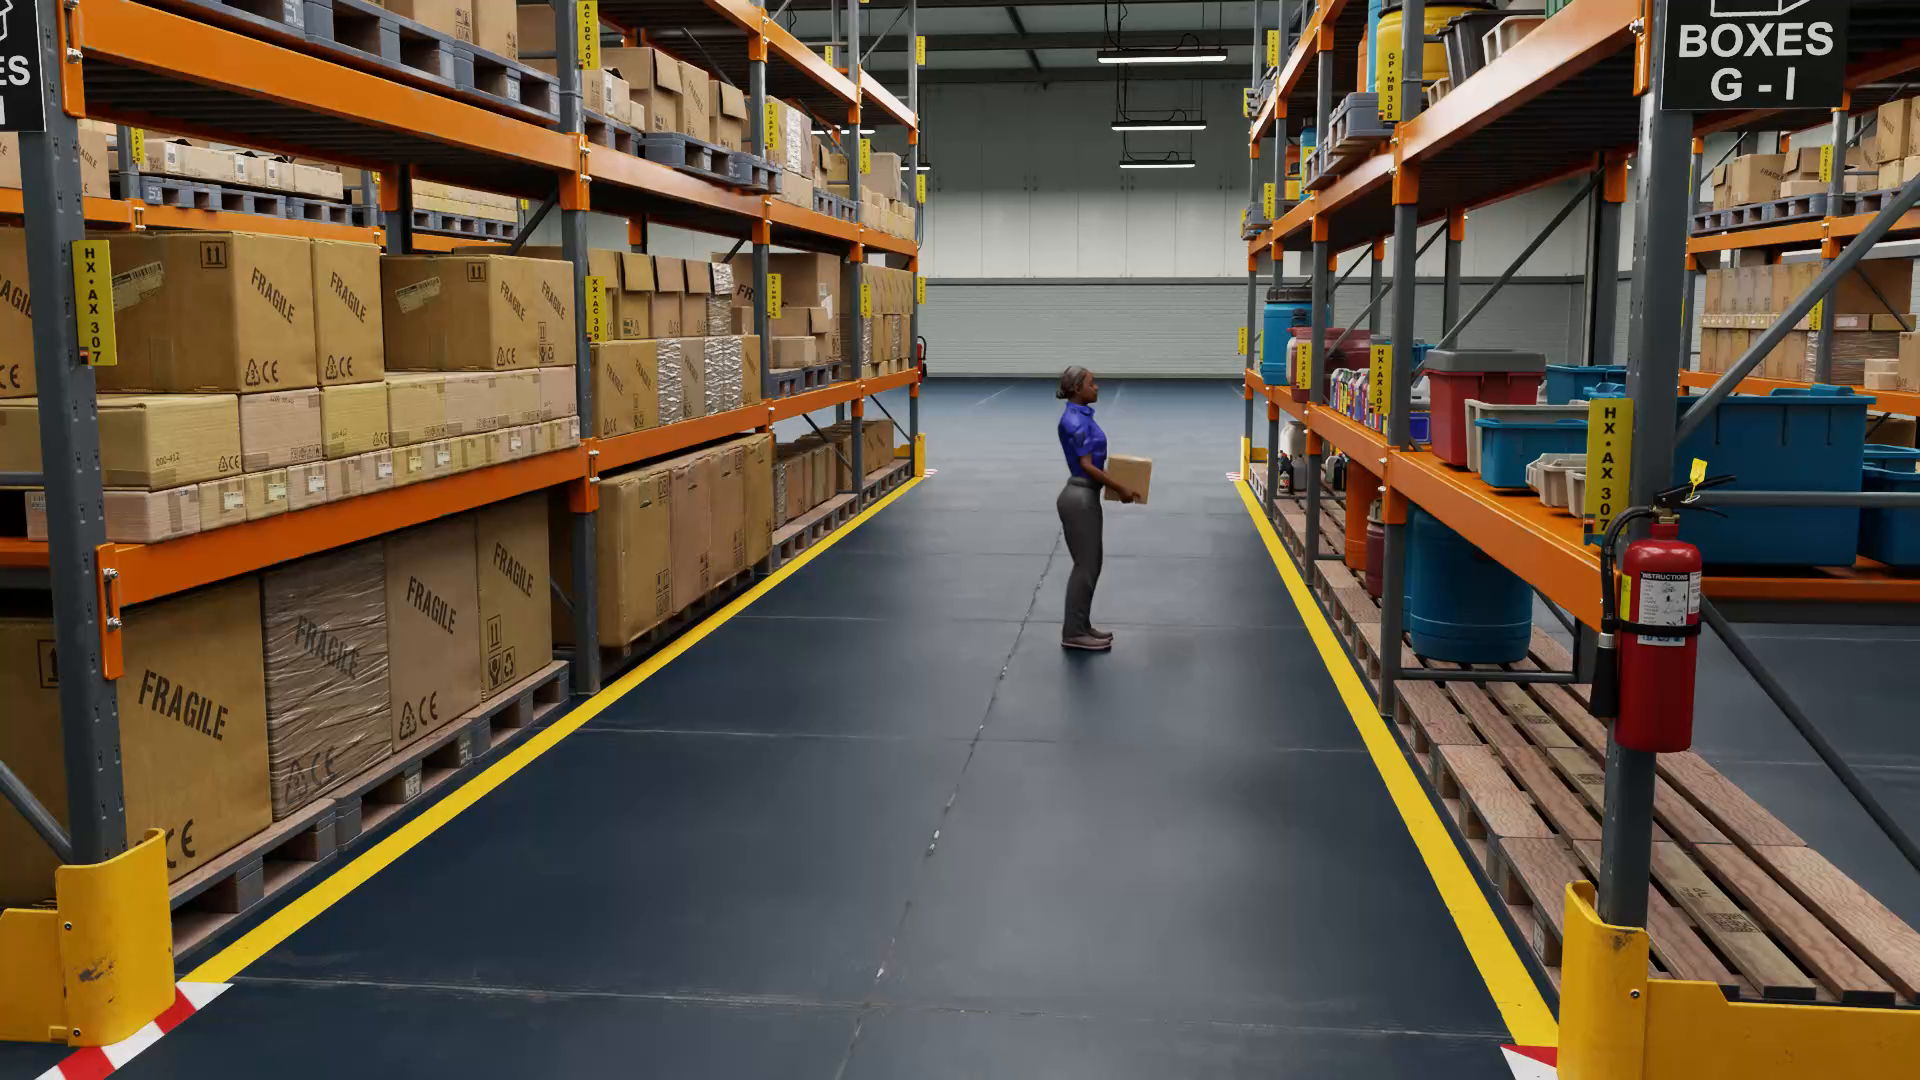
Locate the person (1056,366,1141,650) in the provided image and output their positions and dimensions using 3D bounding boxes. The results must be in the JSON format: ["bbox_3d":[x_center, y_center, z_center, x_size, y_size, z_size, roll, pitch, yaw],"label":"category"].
[{"bbox_3d":[0.810,-0.195,9.776,0.509,1.651,0.455,1,8,6],"label":"person"}]
